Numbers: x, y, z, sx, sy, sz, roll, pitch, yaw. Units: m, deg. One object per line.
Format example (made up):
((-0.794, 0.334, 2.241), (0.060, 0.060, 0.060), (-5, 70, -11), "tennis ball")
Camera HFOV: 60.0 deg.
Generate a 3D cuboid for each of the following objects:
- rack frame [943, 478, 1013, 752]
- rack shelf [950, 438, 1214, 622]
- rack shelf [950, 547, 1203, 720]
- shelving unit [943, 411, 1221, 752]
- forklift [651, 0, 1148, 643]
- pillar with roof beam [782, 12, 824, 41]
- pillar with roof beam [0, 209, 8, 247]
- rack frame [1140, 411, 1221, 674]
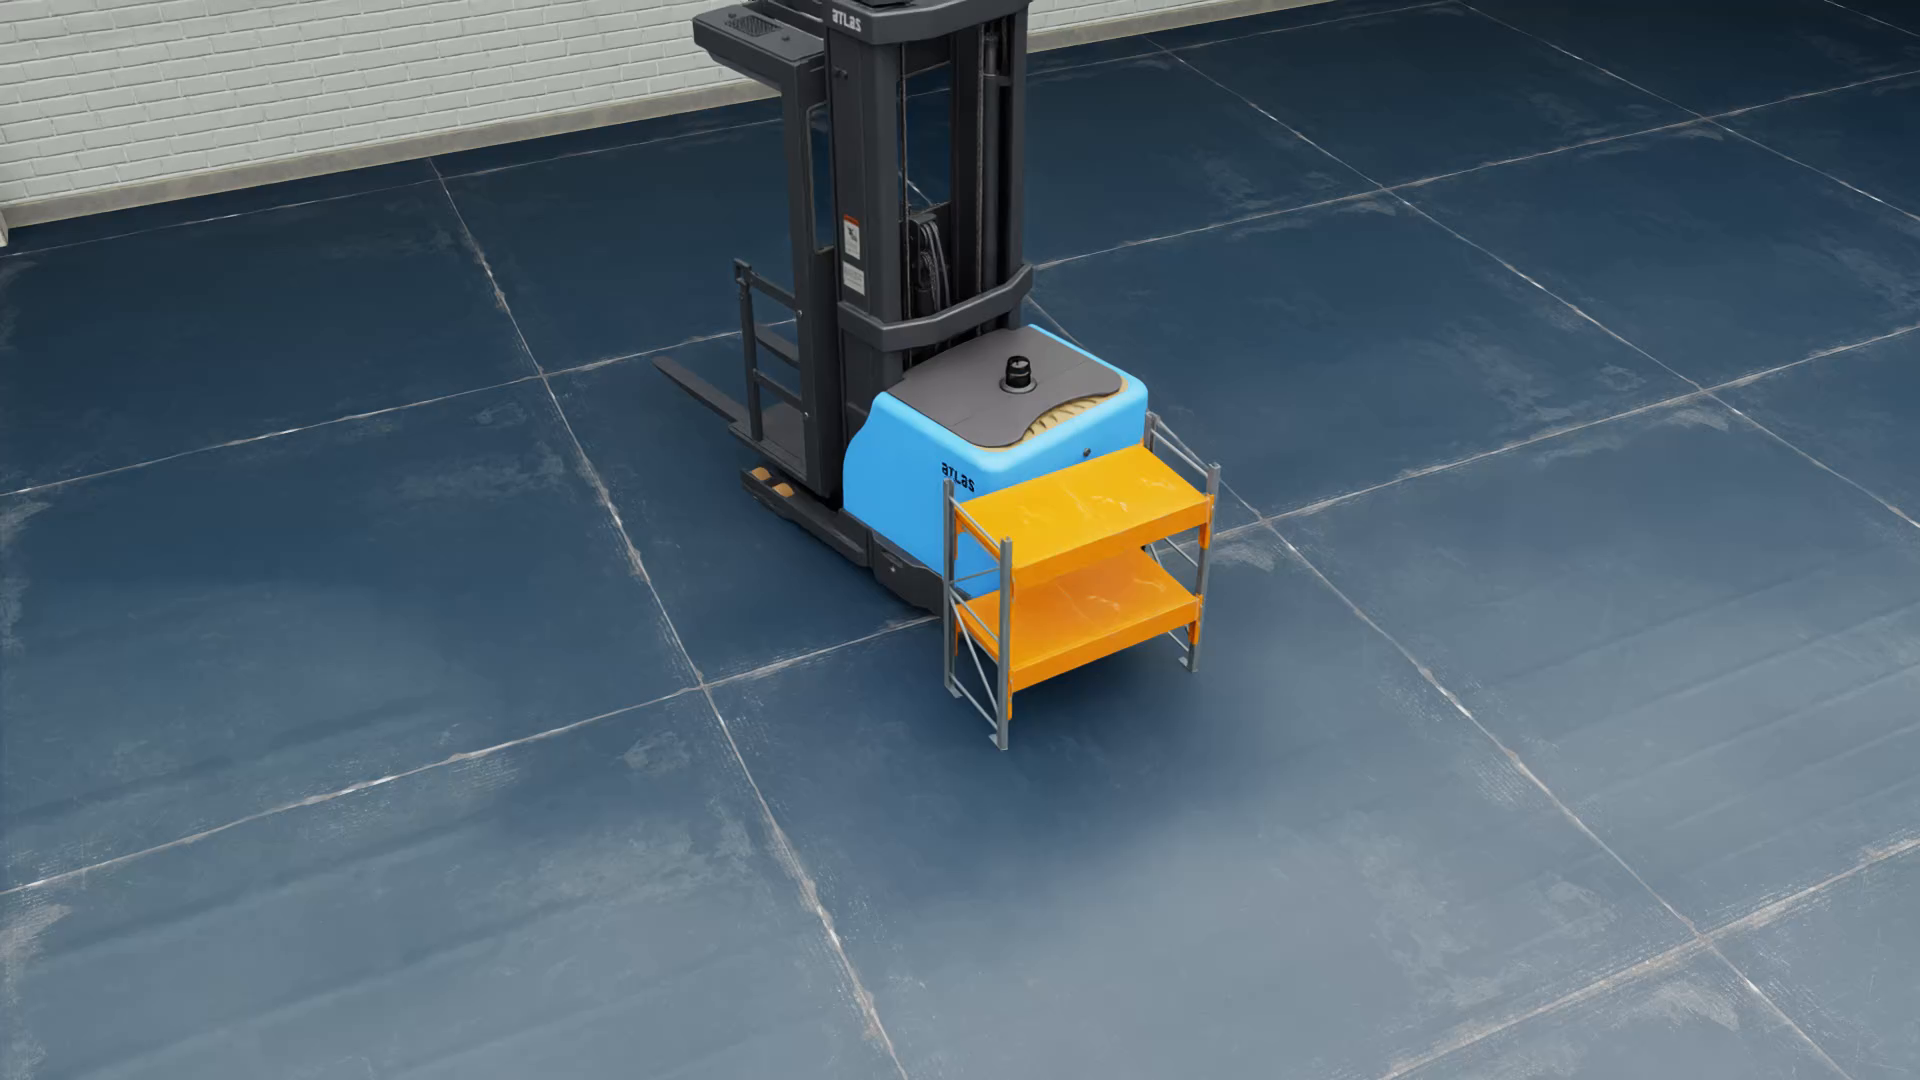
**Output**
((0.068, 0.328, 7.006), (0.032, 1.125, 0.500), (-19, 41, -24), "rack frame")
((0.507, -0.059, 7.037), (1.000, 0.278, 0.538), (-19, 41, -24), "rack shelf")
((0.507, 0.372, 7.357), (1.000, 0.278, 0.538), (-19, 41, -24), "rack shelf")
((0.507, 0.176, 7.211), (1.048, 1.125, 0.538), (-19, 41, -24), "shelving unit")
((-0.487, -1.484, 7.933), (1.130, 2.935, 3.031), (-28, 45, -33), "forklift")
((0.703, -4.797, 7.307), (0.400, 9.000, 9.100), (-16, 39, -20), "pillar with roof beam")
((-4.729, -3.279, 5.260), (0.400, 9.000, 9.100), (-16, 39, -20), "pillar with roof beam")
((0.946, 0.023, 7.417), (0.032, 1.125, 0.500), (-19, 41, -24), "rack frame")
